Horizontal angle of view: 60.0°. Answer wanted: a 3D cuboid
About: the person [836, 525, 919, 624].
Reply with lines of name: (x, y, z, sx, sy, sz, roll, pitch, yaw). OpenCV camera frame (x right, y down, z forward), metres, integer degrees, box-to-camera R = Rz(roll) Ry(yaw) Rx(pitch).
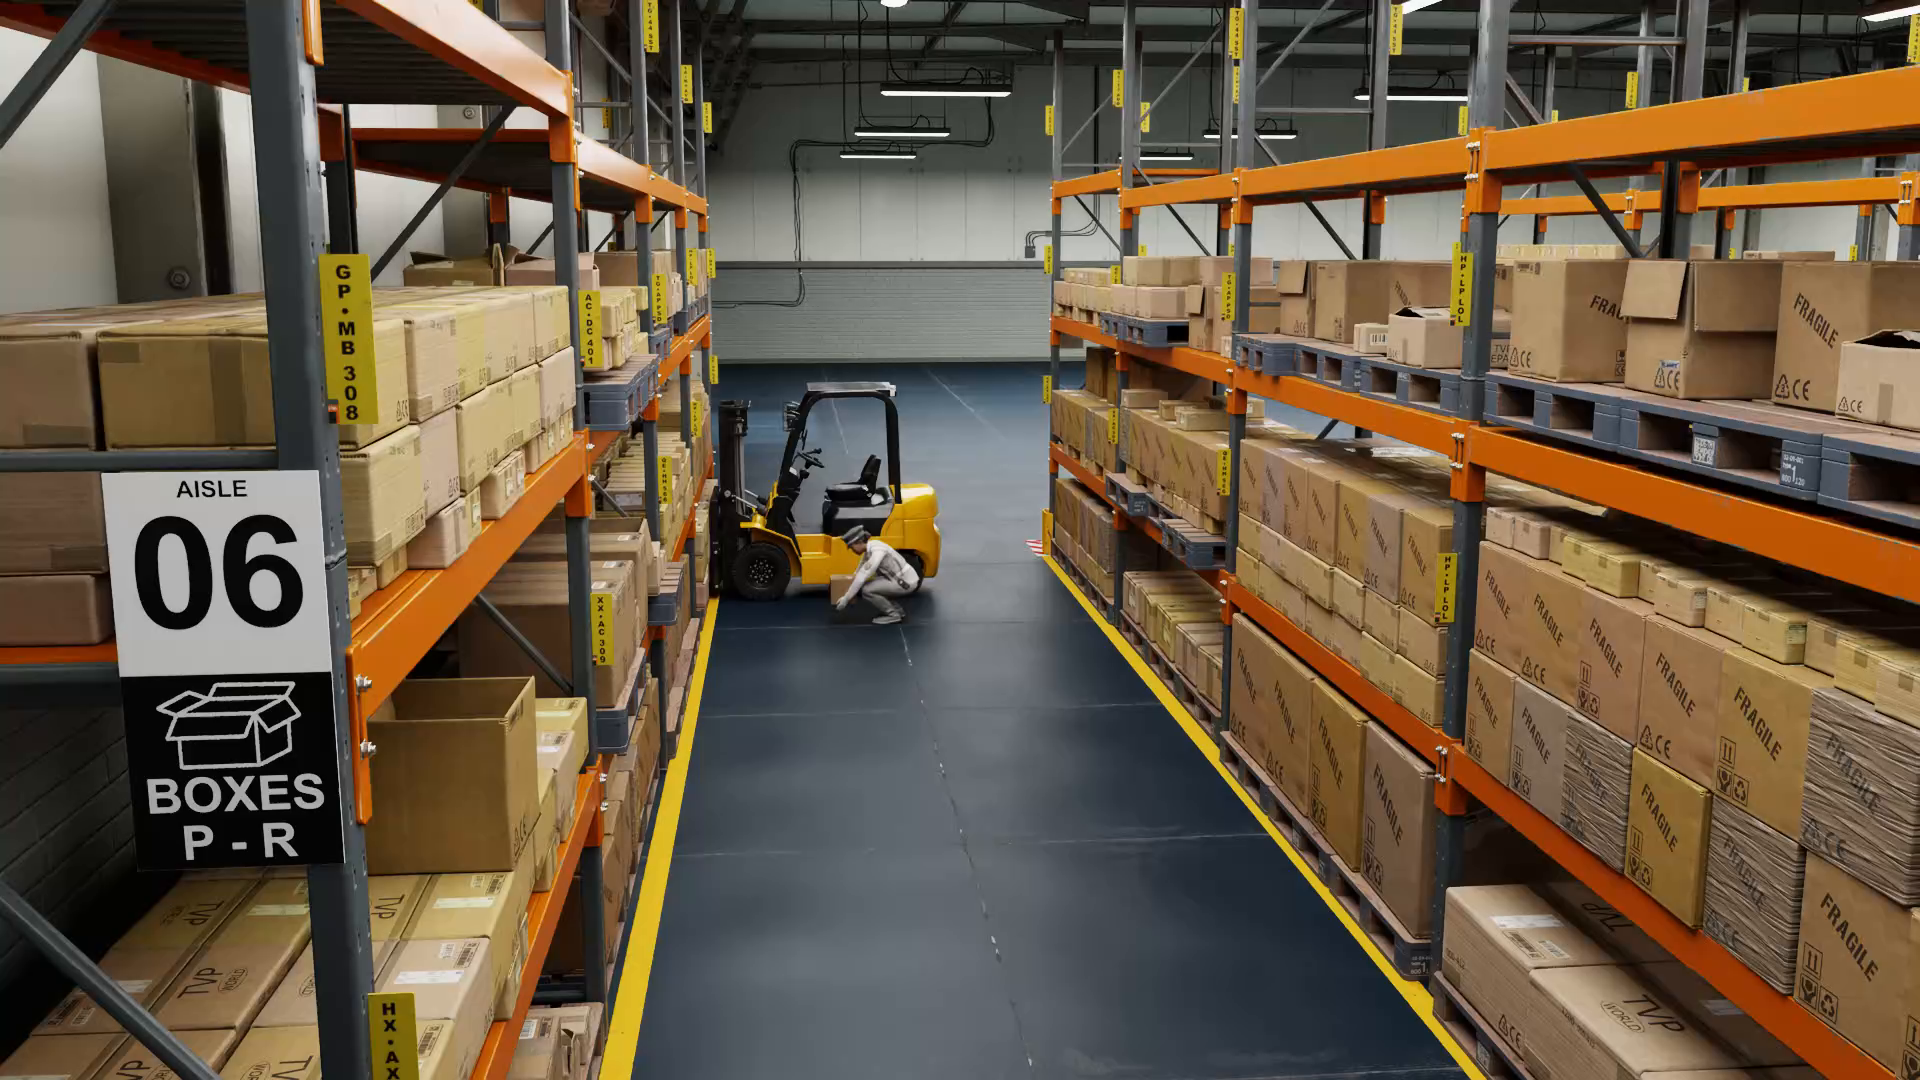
person: (-0.805, 0.324, 16.121, 0.815, 0.967, 0.496, -1, 10, -6)
